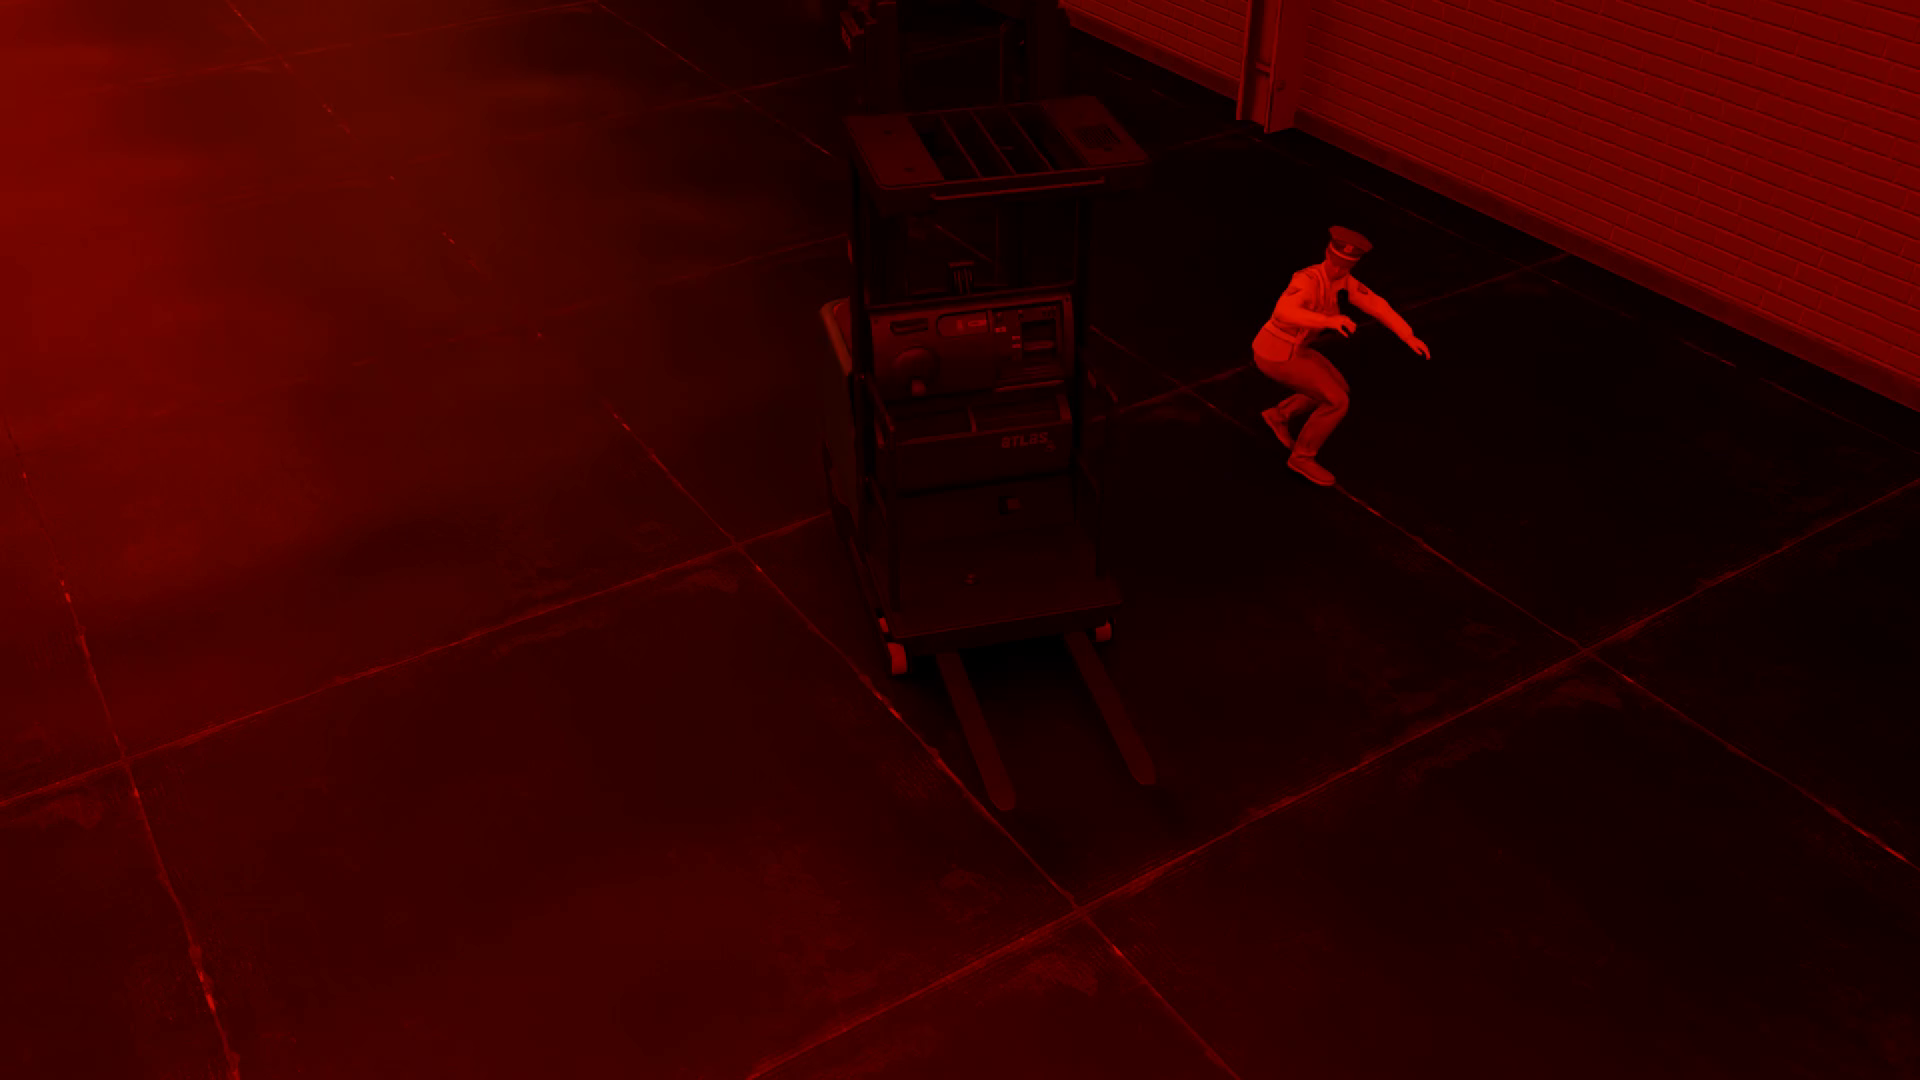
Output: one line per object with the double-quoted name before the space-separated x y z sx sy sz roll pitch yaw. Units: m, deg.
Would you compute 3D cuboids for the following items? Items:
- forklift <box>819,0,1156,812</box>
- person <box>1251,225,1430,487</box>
"forklift" 0.116 -0.808 7.297 1.130 2.935 3.031 -8 36 -12
"person" 1.998 -0.969 8.865 0.906 1.394 0.729 16 38 21
